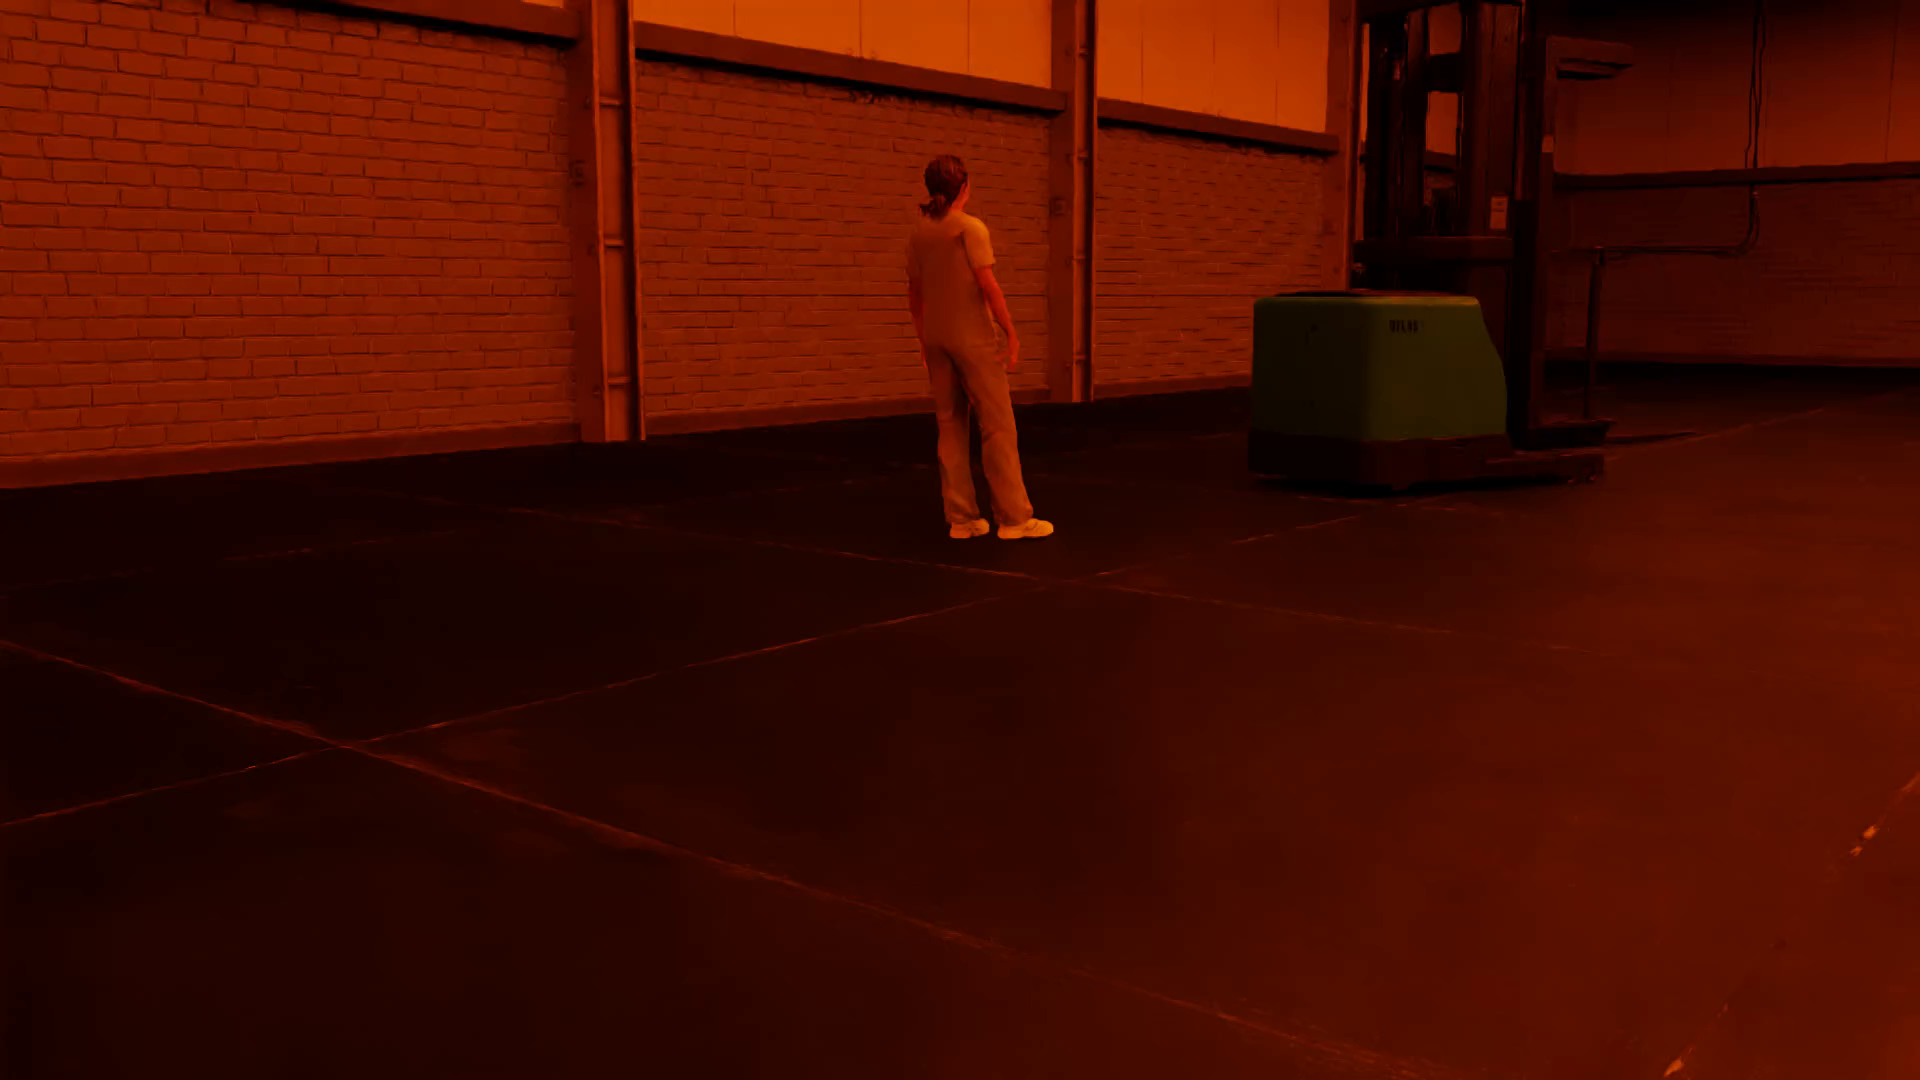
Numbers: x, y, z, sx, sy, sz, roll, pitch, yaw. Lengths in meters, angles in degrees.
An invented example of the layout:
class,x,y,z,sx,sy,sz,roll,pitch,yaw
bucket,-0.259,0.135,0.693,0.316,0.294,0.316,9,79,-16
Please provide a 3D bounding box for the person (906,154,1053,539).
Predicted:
class,x,y,z,sx,sy,sz,roll,pitch,yaw
person,0.057,-0.837,7.332,0.550,1.663,0.548,7,11,38

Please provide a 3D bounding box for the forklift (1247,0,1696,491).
class,x,y,z,sx,sy,sz,roll,pitch,yaw
forklift,3.210,-1.846,9.899,3.031,2.935,1.130,-5,10,-31
